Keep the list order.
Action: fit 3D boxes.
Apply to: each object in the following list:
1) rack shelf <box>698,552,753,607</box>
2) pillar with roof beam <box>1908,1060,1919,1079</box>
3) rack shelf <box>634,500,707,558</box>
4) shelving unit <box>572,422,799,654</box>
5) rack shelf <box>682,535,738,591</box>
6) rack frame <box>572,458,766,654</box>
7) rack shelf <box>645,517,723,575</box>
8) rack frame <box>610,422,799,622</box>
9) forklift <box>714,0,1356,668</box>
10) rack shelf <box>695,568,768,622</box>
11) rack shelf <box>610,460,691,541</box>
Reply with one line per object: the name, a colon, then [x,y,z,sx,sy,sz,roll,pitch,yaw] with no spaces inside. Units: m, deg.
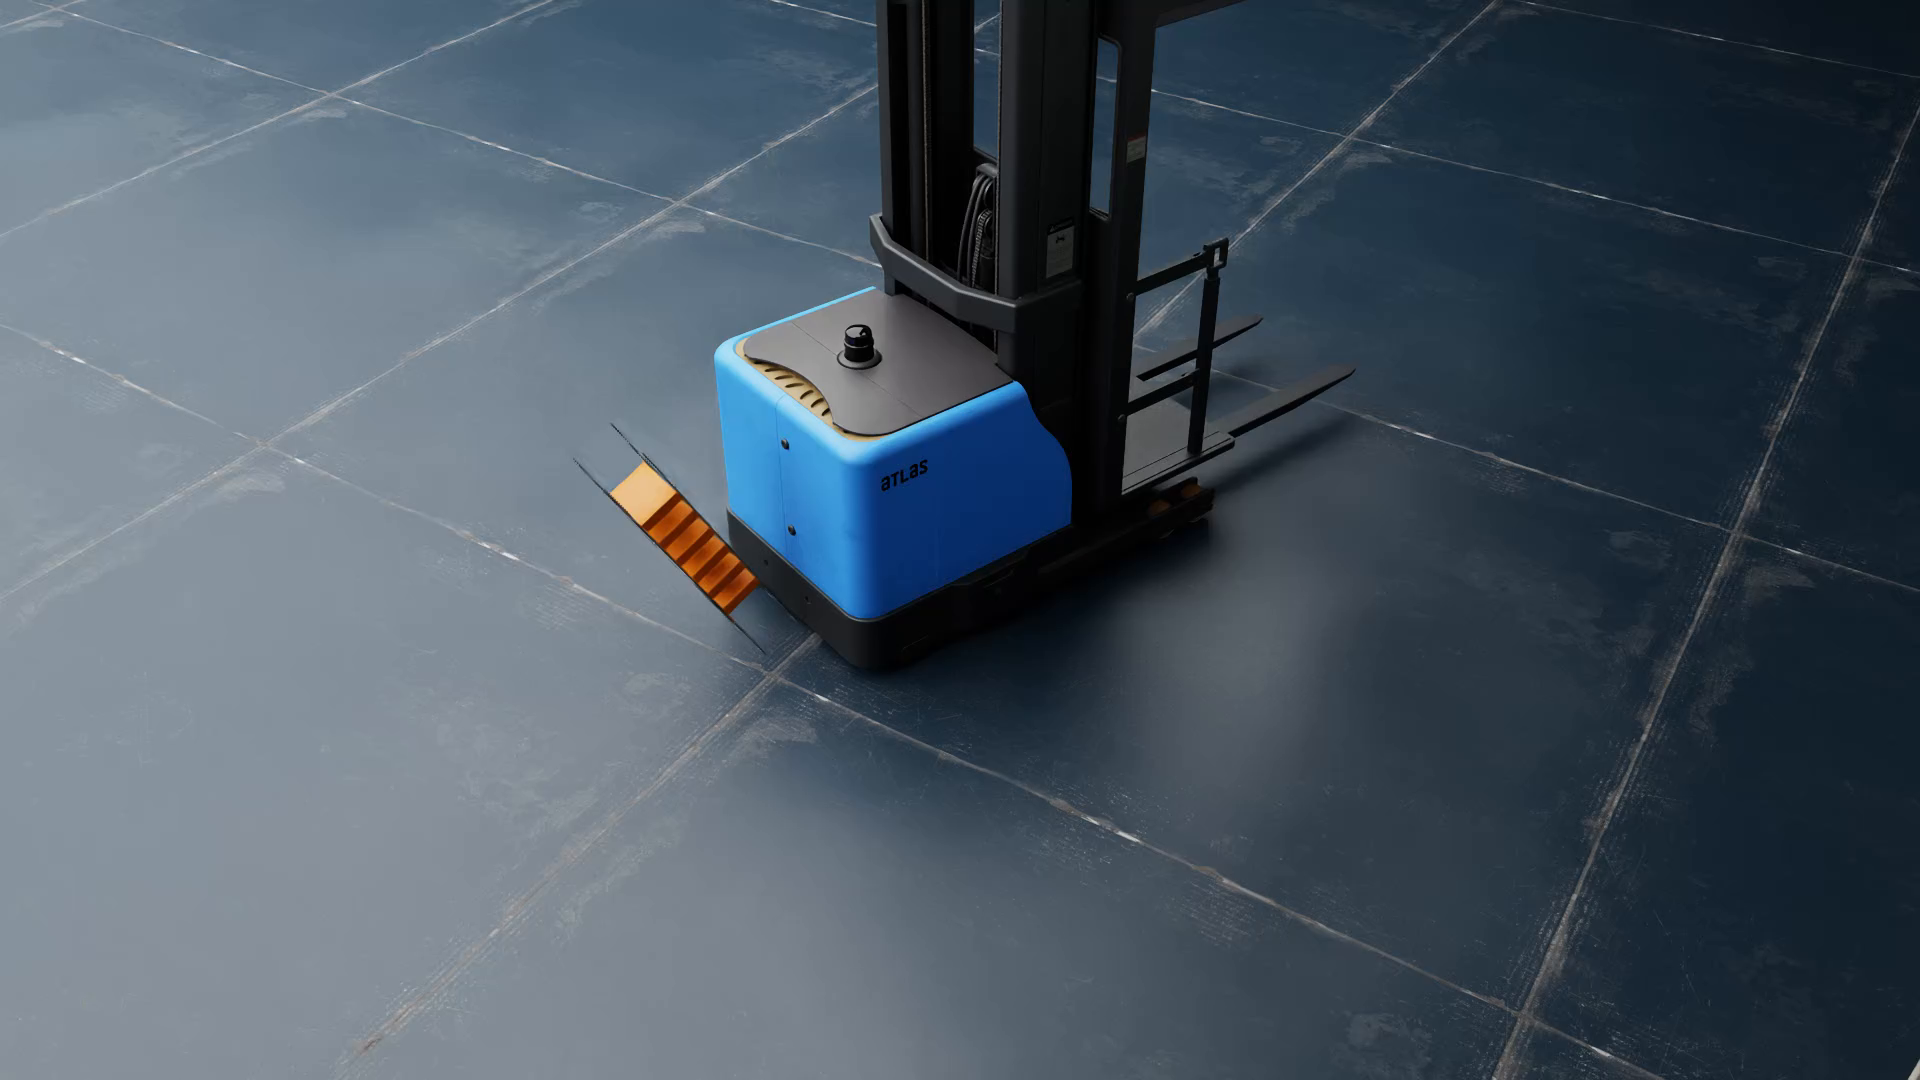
rack shelf: [-0.950,0.106,6.407,0.180,0.103,0.258,-45,51,-8]
pillar with roof beam: [-0.849,-3.071,3.864,9.100,9.000,0.400,21,42,25]
rack shelf: [-1.084,-0.083,6.131,0.180,0.103,0.258,-45,51,-8]
shelving unit: [-1.011,0.020,6.281,0.189,1.200,0.258,-45,51,-8]
rack shelf: [-0.995,0.043,6.315,0.180,0.103,0.258,-45,51,-8]
rack frame: [-1.075,0.083,6.268,0.006,1.200,0.240,-45,51,-8]
rack shelf: [-1.039,-0.020,6.223,0.180,0.103,0.258,-45,51,-8]
rack frame: [-0.947,-0.044,6.293,0.006,1.200,0.240,-45,51,-8]
forklift: [0.497,-1.398,6.662,3.031,2.935,1.130,-25,44,-29]
rack shelf: [-0.905,0.169,6.498,0.180,0.103,0.258,-45,51,-8]
rack shelf: [-1.129,-0.146,6.040,0.180,0.103,0.258,-45,51,-8]
